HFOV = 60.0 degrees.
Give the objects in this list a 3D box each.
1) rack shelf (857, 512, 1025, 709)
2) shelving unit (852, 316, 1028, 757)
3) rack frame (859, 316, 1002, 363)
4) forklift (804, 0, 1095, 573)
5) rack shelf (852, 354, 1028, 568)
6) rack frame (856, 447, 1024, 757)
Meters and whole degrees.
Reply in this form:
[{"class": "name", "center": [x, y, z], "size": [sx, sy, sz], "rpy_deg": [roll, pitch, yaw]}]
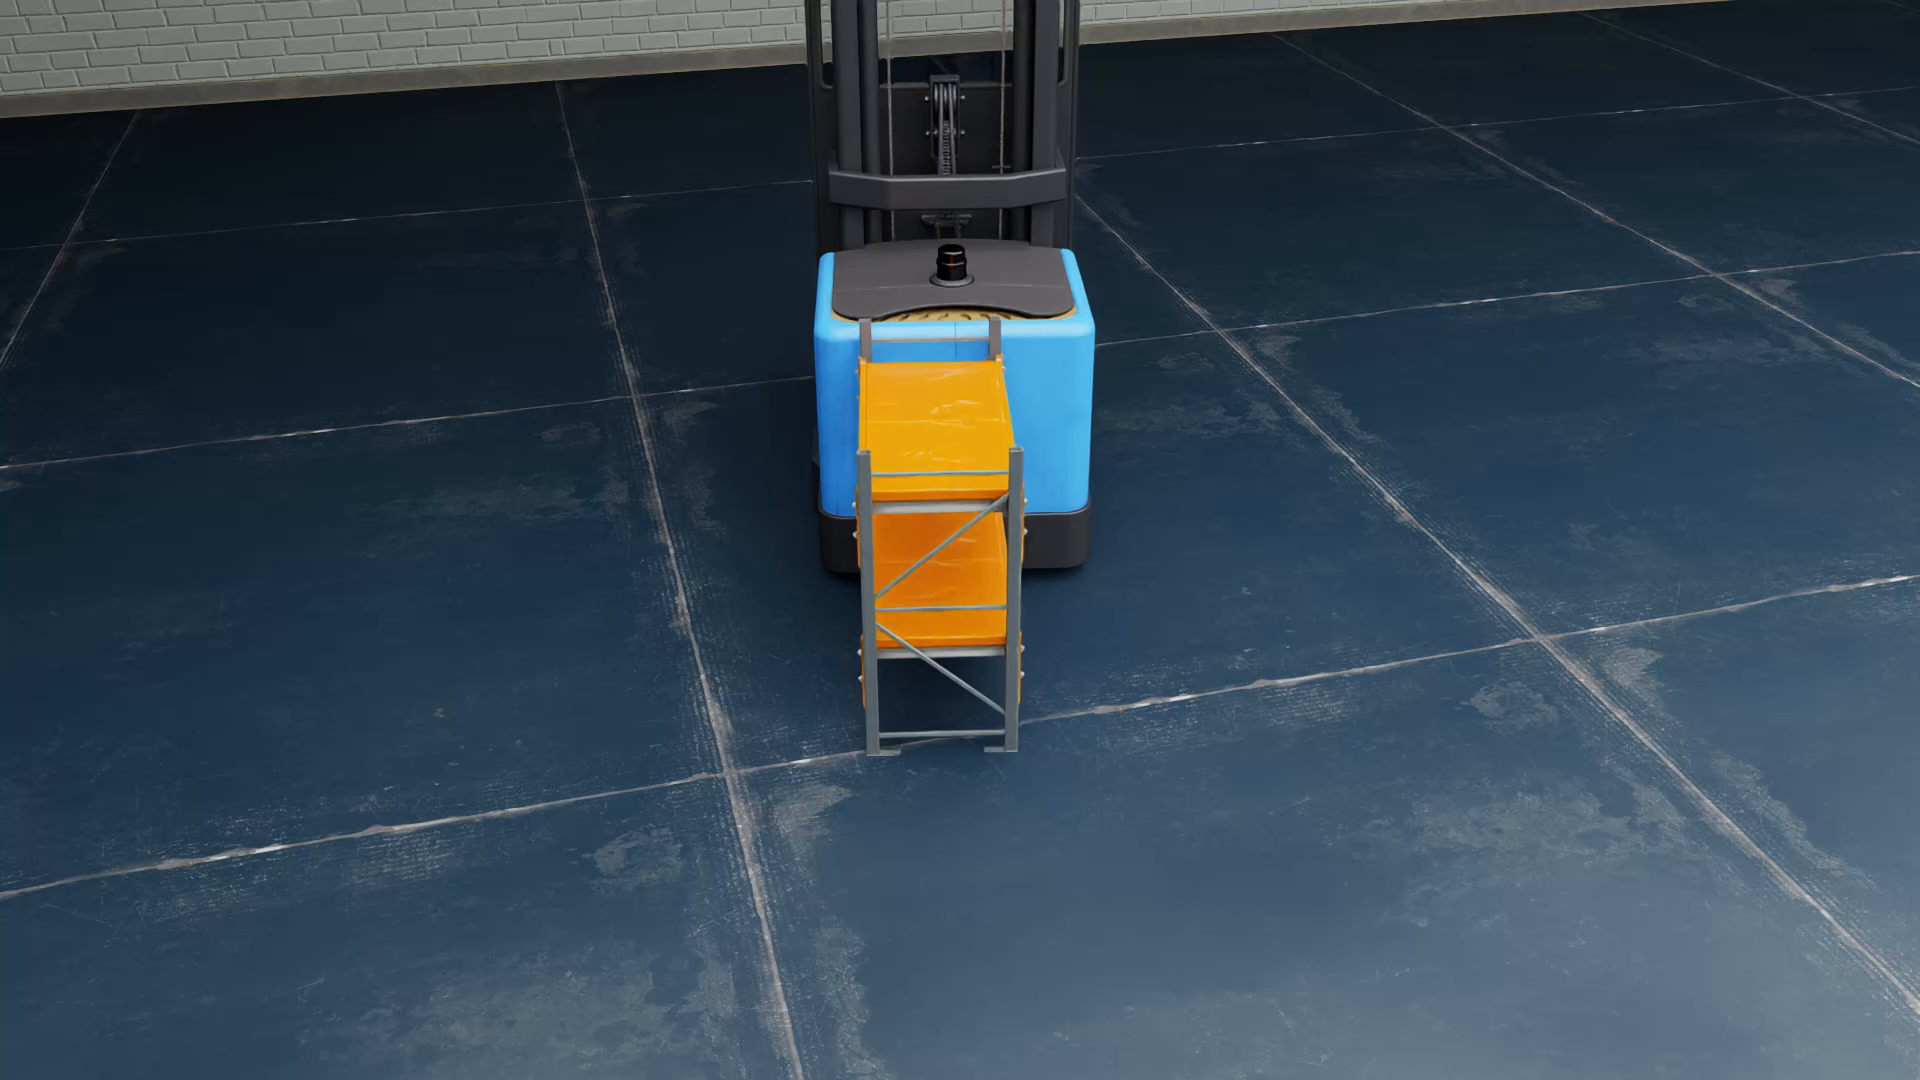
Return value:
[{"class": "rack shelf", "center": [-0.082, 0.177, 5.809], "size": [0.538, 0.278, 1.000], "rpy_deg": [-1, 30, -2]}, {"class": "shelving unit", "center": [-0.082, -0.035, 5.687], "size": [0.538, 1.125, 1.048], "rpy_deg": [-1, 30, -2]}, {"class": "rack frame", "center": [-0.104, -0.289, 6.126], "size": [0.500, 1.125, 0.032], "rpy_deg": [-1, 30, -2]}, {"class": "forklift", "center": [-0.081, -1.846, 7.014], "size": [1.130, 2.935, 3.031], "rpy_deg": [-1, 30, -2]}, {"class": "rack shelf", "center": [-0.082, -0.288, 5.540], "size": [0.538, 0.278, 1.000], "rpy_deg": [-1, 30, -2]}, {"class": "rack frame", "center": [-0.059, 0.220, 5.247], "size": [0.500, 1.125, 0.032], "rpy_deg": [-1, 30, -2]}]
